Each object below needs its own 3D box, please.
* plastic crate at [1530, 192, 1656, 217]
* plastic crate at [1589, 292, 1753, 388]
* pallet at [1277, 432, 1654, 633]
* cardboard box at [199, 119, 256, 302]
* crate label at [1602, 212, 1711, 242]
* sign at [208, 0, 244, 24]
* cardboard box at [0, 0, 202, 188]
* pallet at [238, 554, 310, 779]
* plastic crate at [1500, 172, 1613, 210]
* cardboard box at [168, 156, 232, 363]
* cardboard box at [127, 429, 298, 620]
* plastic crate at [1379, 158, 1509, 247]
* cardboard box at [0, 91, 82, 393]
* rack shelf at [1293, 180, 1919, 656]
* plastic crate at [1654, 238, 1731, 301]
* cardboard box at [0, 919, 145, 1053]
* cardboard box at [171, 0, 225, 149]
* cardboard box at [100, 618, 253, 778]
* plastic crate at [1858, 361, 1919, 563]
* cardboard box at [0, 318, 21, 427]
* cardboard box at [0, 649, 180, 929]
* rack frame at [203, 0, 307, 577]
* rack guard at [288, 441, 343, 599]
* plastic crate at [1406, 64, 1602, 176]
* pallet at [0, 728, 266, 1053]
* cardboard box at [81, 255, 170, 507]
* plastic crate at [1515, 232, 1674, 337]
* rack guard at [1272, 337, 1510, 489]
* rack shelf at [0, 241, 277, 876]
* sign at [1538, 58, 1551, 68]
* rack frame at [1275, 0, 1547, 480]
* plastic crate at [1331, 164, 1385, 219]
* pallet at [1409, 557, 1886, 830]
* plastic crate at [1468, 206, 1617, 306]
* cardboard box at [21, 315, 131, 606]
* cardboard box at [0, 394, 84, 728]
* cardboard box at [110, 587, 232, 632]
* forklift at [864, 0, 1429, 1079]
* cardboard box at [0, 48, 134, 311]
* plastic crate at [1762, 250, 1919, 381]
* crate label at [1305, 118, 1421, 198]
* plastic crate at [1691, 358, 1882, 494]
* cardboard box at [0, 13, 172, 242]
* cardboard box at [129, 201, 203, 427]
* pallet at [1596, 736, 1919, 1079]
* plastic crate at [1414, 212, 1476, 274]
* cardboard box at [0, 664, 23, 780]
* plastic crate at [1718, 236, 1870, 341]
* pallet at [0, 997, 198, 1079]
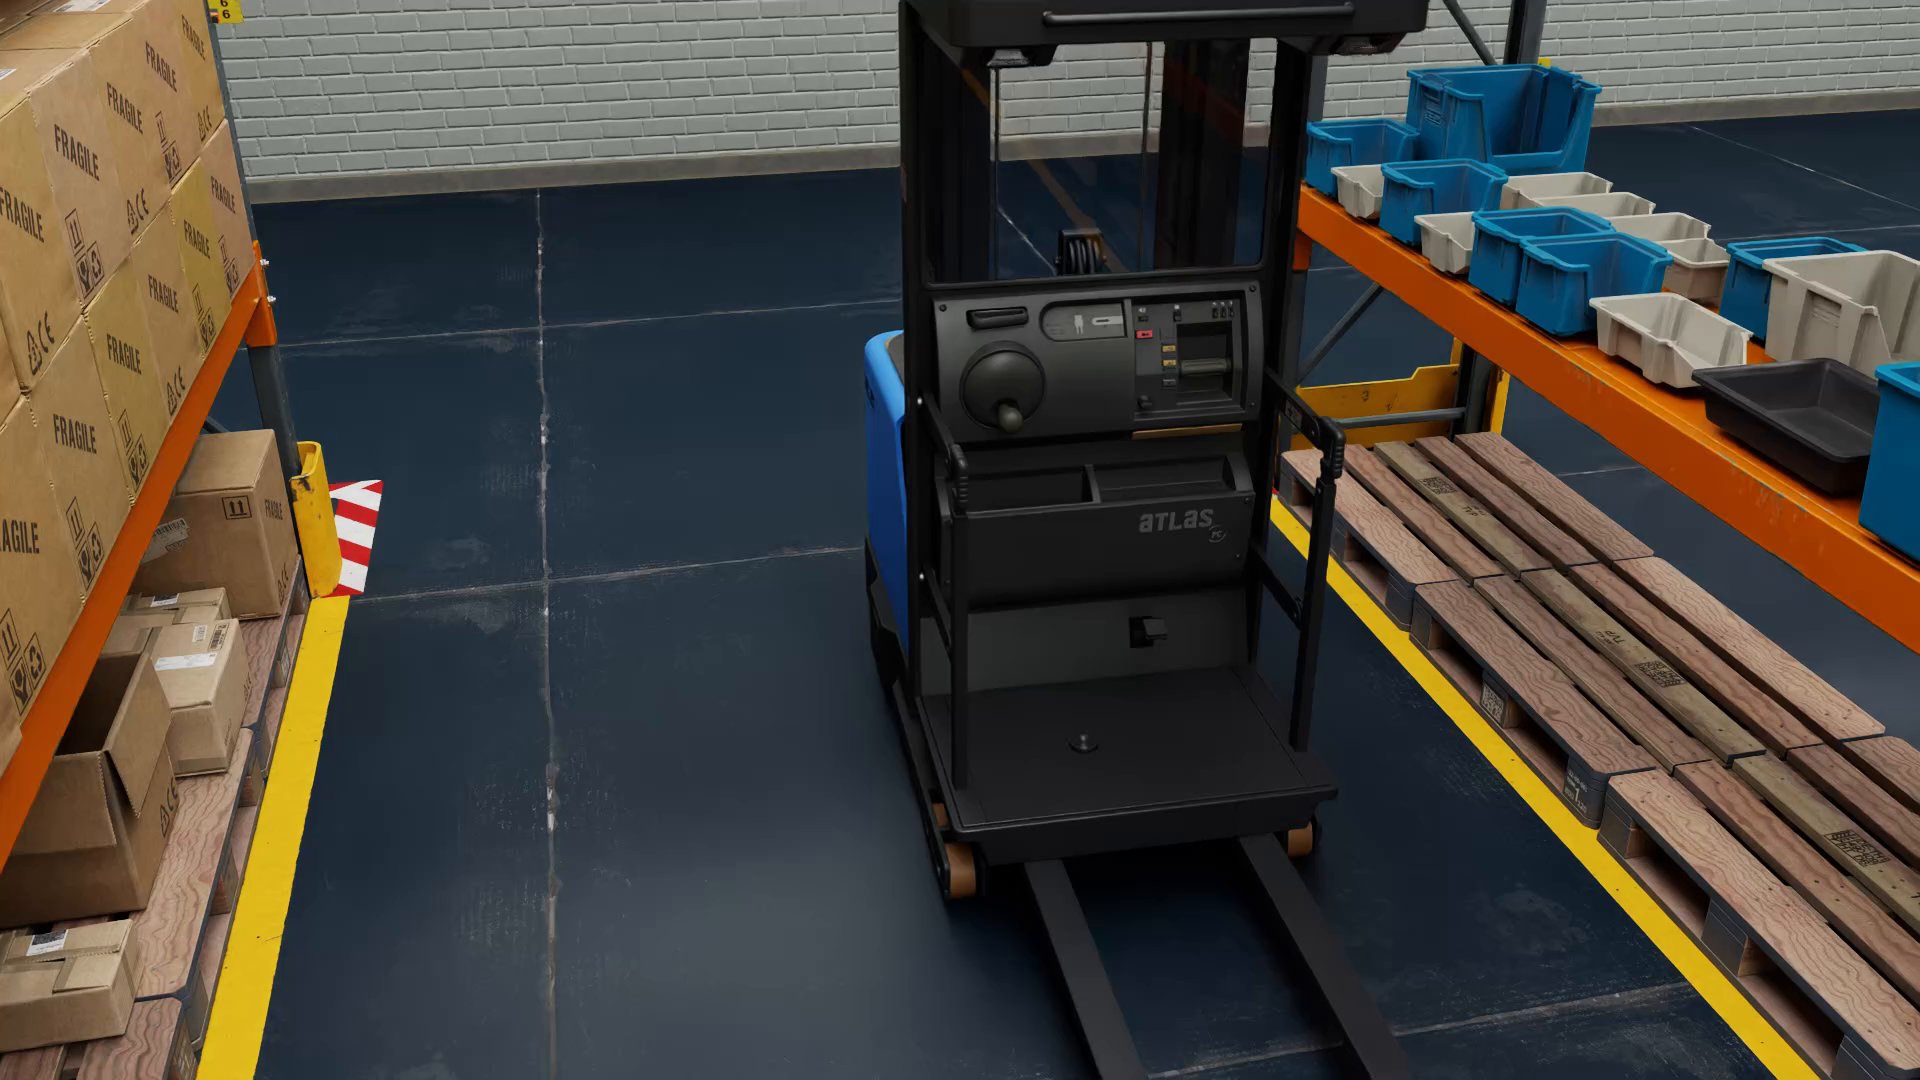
[{"bbox_3d":[2.235,-1.118,5.862,0.396,0.136,0.243,-6,27,-12],"label":"plastic crate"},{"bbox_3d":[2.040,-0.564,4.765,0.293,0.136,0.466,-6,27,-12],"label":"plastic crate"},{"bbox_3d":[1.971,-0.066,6.647,1.003,0.211,1.213,-6,27,-12],"label":"pallet"},{"bbox_3d":[-2.637,-1.051,5.393,0.500,0.500,0.500,-5,27,-10],"label":"cardboard box"},{"bbox_3d":[2.321,-0.998,5.624,0.396,0.136,0.243,-6,27,-12],"label":"crate label"},{"bbox_3d":[-2.458,-1.881,5.513,0.100,0.325,0.005,-6,27,-12],"label":"sign"},{"bbox_3d":[-2.520,-1.278,4.732,0.500,0.500,0.500,-5,27,-10],"label":"cardboard box"},{"bbox_3d":[-2.806,0.453,5.620,1.003,0.211,1.213,-6,27,-12],"label":"pallet"},{"bbox_3d":[2.184,-1.247,6.117,0.396,0.136,0.243,-6,27,-12],"label":"plastic crate"},{"bbox_3d":[-2.517,-0.824,4.943,0.500,0.500,0.500,-6,27,-11],"label":"cardboard box"},{"bbox_3d":[-2.641,-0.043,5.791,0.500,0.500,0.500,-6,27,-12],"label":"cardboard box"},{"bbox_3d":[1.707,-1.198,5.914,0.416,0.233,0.300,-6,27,-12],"label":"plastic crate"},{"bbox_3d":[-2.166,-0.598,3.386,0.500,0.500,0.500,-7,28,-13],"label":"cardboard box"},{"bbox_3d":[2.274,-0.478,5.166,1.077,0.370,4.000,-6,27,-12],"label":"rack shelf"},{"bbox_3d":[2.406,-0.870,5.371,0.298,0.136,0.250,-6,27,-12],"label":"plastic crate"},{"bbox_3d":[-2.190,1.064,3.970,0.380,0.166,0.250,-6,27,-12],"label":"cardboard box"},{"bbox_3d":[-2.635,-1.499,5.171,0.500,0.500,0.500,-6,27,-12],"label":"cardboard box"},{"bbox_3d":[-2.456,0.489,5.015,0.500,0.250,0.500,-6,27,-12],"label":"cardboard box"},{"bbox_3d":[2.287,-0.111,3.592,0.392,0.384,0.575,-6,27,-12],"label":"plastic crate"},{"bbox_3d":[-2.051,-0.373,2.939,0.500,0.500,0.500,-7,28,-13],"label":"cardboard box"},{"bbox_3d":[-2.530,0.674,4.368,0.797,0.503,0.637,-6,27,-12],"label":"cardboard box"},{"bbox_3d":[-3.003,-1.176,5.750,1.000,3.000,0.127,-6,27,-12],"label":"rack frame"},{"bbox_3d":[-2.986,-0.026,6.248,1.175,0.500,0.348,-6,27,-12],"label":"rack guard"},{"bbox_3d":[2.081,-1.592,6.469,0.616,0.435,0.499,-6,27,-12],"label":"plastic crate"},{"bbox_3d":[-2.534,0.987,4.560,1.003,0.211,1.213,-6,27,-12],"label":"pallet"},{"bbox_3d":[-2.296,-0.383,4.069,0.500,0.500,0.500,-6,27,-12],"label":"cardboard box"},{"bbox_3d":[1.923,-0.778,5.081,0.416,0.233,0.300,-6,27,-12],"label":"plastic crate"},{"bbox_3d":[1.805,-0.570,7.325,1.175,0.500,0.348,-6,27,-12],"label":"rack guard"},{"bbox_3d":[-2.553,0.023,4.173,1.077,0.370,4.000,-6,27,-12],"label":"rack shelf"},{"bbox_3d":[2.356,-1.813,6.832,0.100,0.325,0.005,-6,27,-12],"label":"sign"},{"bbox_3d":[1.823,-1.677,6.744,1.000,3.000,0.127,-6,27,-12],"label":"rack frame"},{"bbox_3d":[1.550,-1.295,6.213,0.250,0.136,0.298,-6,27,-12],"label":"plastic crate"},{"bbox_3d":[2.243,0.468,5.588,1.003,0.211,1.213,-6,27,-12],"label":"pallet"},{"bbox_3d":[1.855,-0.909,5.342,0.416,0.233,0.300,-6,27,-12],"label":"plastic crate"},{"bbox_3d":[-2.180,-0.160,3.627,0.500,0.500,0.500,-6,27,-12],"label":"cardboard box"},{"bbox_3d":[-2.070,0.060,3.192,0.500,0.500,0.500,-5,27,-11],"label":"cardboard box"},{"bbox_3d":[-2.637,0.293,5.496,0.380,0.166,0.250,-6,27,-12],"label":"cardboard box"},{"bbox_3d":[0.433,-0.468,4.425,1.130,2.935,3.031,-5,27,-10],"label":"forklift"},{"bbox_3d":[-2.283,-0.825,3.835,0.500,0.500,0.500,-5,27,-10],"label":"cardboard box"},{"bbox_3d":[2.560,-0.584,4.643,0.437,0.282,0.530,-6,27,-12],"label":"plastic crate"},{"bbox_3d":[1.558,-1.487,6.487,0.416,0.233,0.303,-6,27,-12],"label":"crate label"},{"bbox_3d":[2.211,-0.289,4.233,0.437,0.125,0.590,-6,27,-12],"label":"plastic crate"},{"bbox_3d":[-2.399,-1.050,4.282,0.500,0.500,0.500,-5,27,-10],"label":"cardboard box"},{"bbox_3d":[-2.410,-0.604,4.508,0.500,0.500,0.500,-6,27,-11],"label":"cardboard box"},{"bbox_3d":[2.521,1.005,4.525,1.003,0.211,1.213,-6,27,-12],"label":"pallet"},{"bbox_3d":[1.703,-0.997,5.623,0.250,0.136,0.298,-6,27,-12],"label":"plastic crate"},{"bbox_3d":[-1.951,0.284,2.747,0.500,0.500,0.500,-5,27,-10],"label":"cardboard box"},{"bbox_3d":[2.536,-0.754,5.033,0.416,0.233,0.300,-6,27,-12],"label":"plastic crate"},{"bbox_3d":[-2.256,1.524,3.497,1.003,0.211,1.213,-6,27,-12],"label":"pallet"}]
